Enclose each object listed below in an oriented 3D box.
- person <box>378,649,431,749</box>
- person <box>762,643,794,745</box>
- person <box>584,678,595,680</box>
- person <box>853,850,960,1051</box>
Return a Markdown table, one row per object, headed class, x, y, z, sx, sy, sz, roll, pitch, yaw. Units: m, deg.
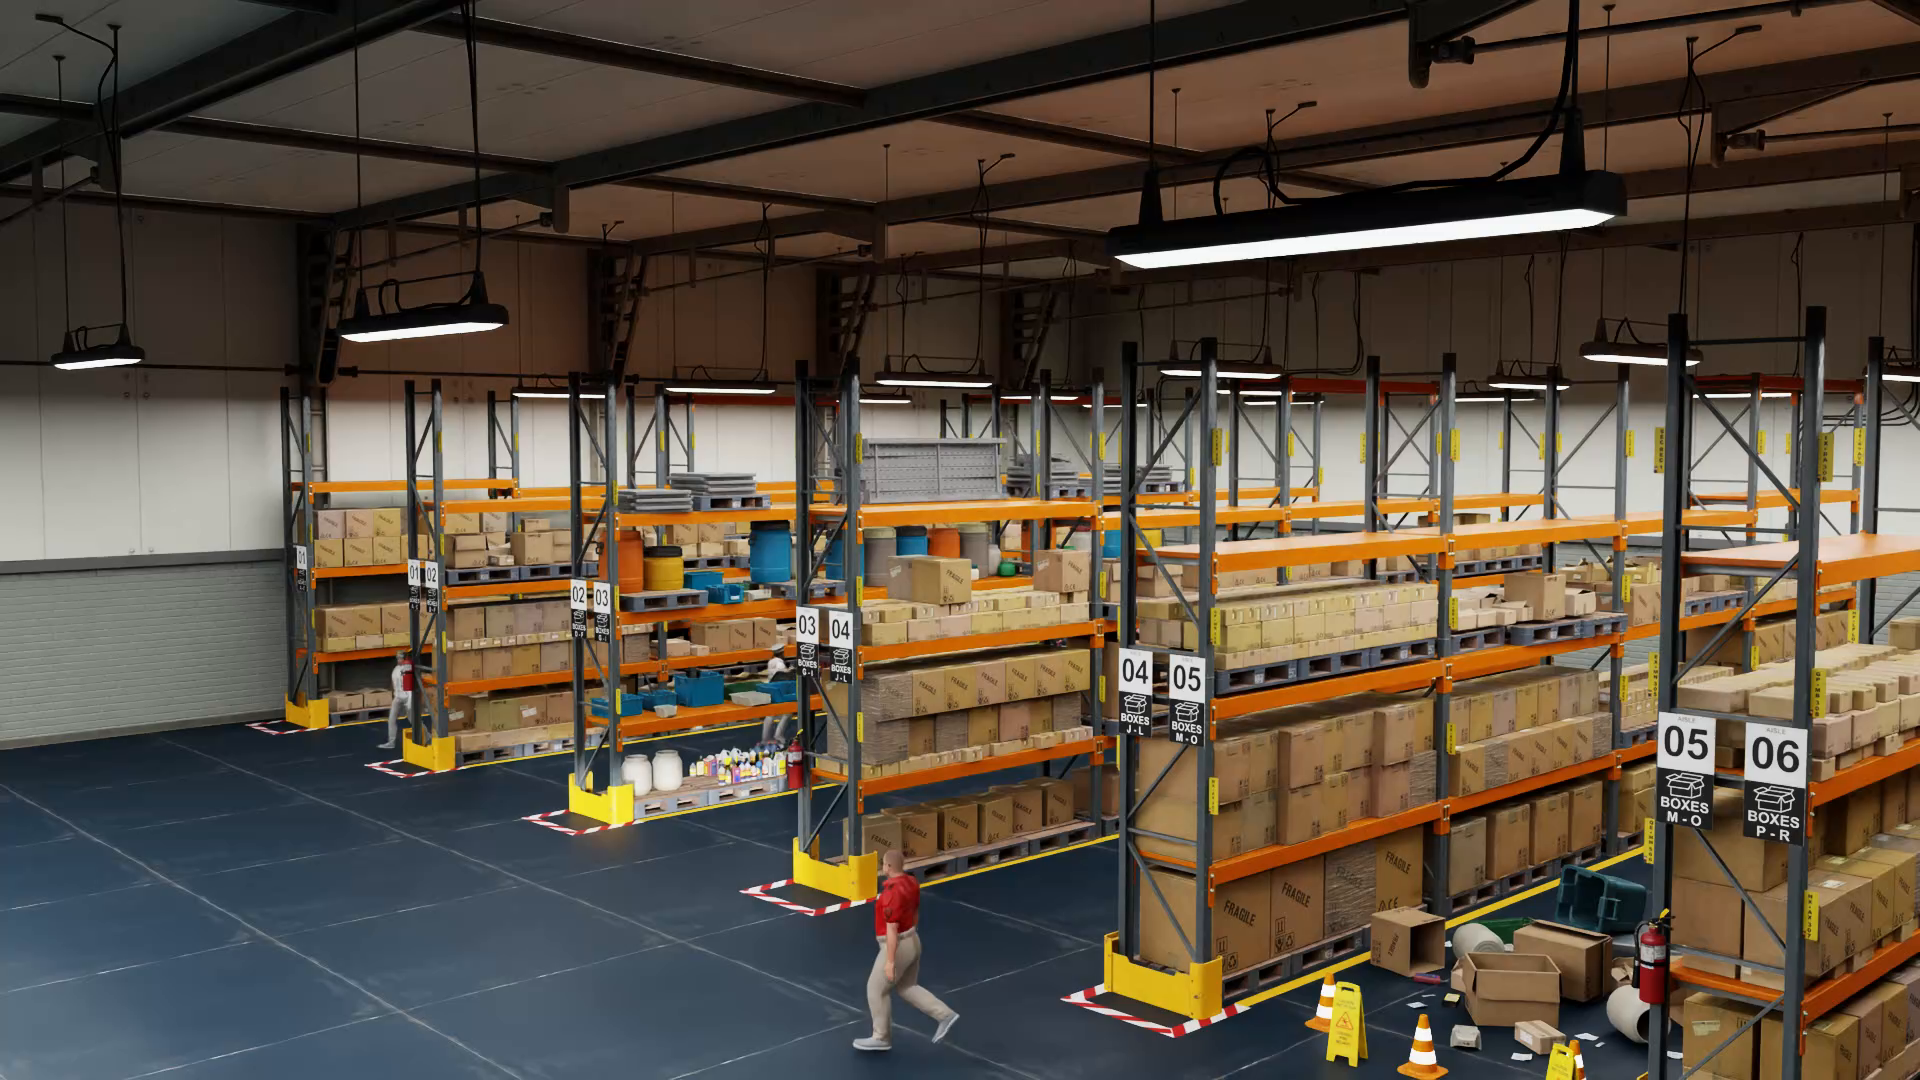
| class | x | y | z | sx | sy | sz | roll | pitch | yaw |
| --- | --- | --- | --- | --- | --- | --- | --- | --- | --- |
| person | -9.121 | 2.601 | 27.348 | 0.492 | 1.637 | 0.846 | 2 | 4 | 26 |
| person | -3.060 | 2.559 | 27.637 | 0.518 | 1.690 | 0.485 | -2 | 4 | -32 |
| person | -6.595 | 2.444 | 30.005 | 0.538 | 1.638 | 0.609 | 2 | 4 | 26 |
| person | -0.451 | 3.411 | 13.856 | 0.875 | 1.682 | 0.554 | 1 | 4 | 14 |
